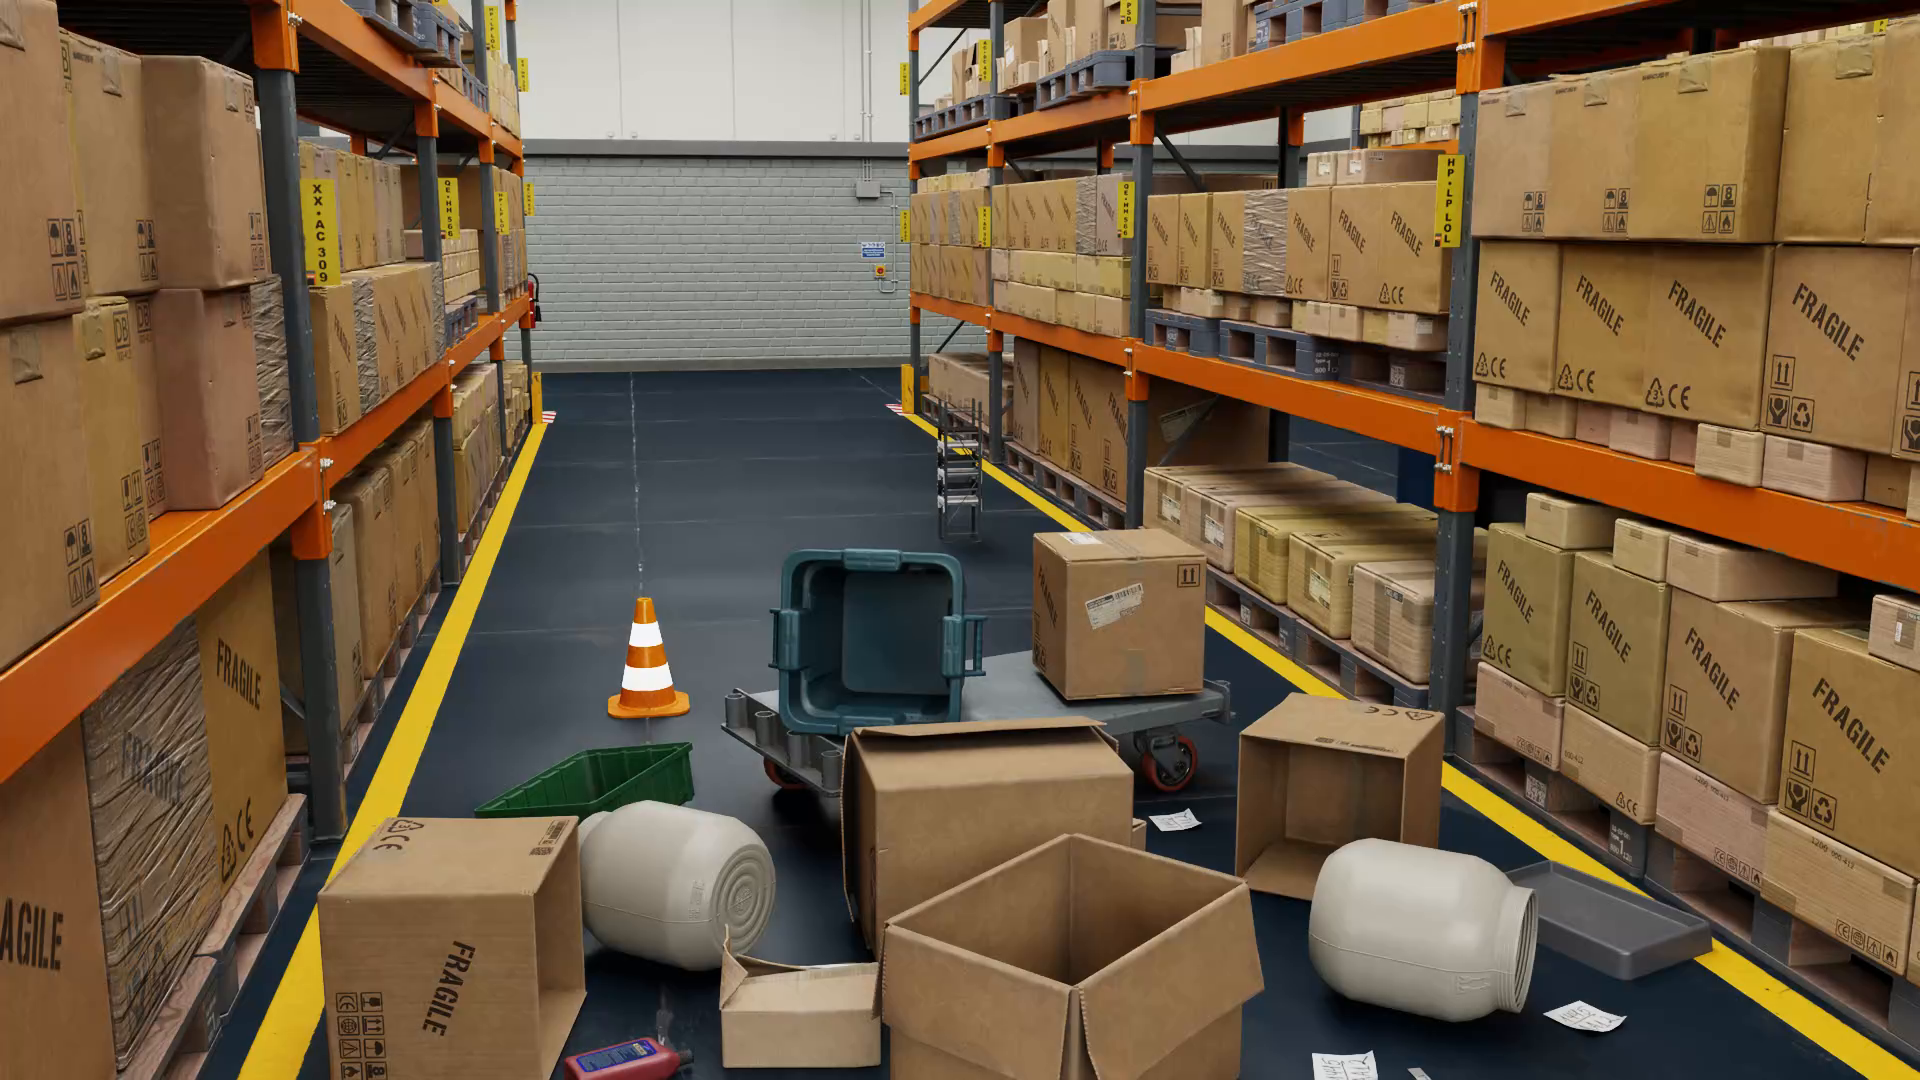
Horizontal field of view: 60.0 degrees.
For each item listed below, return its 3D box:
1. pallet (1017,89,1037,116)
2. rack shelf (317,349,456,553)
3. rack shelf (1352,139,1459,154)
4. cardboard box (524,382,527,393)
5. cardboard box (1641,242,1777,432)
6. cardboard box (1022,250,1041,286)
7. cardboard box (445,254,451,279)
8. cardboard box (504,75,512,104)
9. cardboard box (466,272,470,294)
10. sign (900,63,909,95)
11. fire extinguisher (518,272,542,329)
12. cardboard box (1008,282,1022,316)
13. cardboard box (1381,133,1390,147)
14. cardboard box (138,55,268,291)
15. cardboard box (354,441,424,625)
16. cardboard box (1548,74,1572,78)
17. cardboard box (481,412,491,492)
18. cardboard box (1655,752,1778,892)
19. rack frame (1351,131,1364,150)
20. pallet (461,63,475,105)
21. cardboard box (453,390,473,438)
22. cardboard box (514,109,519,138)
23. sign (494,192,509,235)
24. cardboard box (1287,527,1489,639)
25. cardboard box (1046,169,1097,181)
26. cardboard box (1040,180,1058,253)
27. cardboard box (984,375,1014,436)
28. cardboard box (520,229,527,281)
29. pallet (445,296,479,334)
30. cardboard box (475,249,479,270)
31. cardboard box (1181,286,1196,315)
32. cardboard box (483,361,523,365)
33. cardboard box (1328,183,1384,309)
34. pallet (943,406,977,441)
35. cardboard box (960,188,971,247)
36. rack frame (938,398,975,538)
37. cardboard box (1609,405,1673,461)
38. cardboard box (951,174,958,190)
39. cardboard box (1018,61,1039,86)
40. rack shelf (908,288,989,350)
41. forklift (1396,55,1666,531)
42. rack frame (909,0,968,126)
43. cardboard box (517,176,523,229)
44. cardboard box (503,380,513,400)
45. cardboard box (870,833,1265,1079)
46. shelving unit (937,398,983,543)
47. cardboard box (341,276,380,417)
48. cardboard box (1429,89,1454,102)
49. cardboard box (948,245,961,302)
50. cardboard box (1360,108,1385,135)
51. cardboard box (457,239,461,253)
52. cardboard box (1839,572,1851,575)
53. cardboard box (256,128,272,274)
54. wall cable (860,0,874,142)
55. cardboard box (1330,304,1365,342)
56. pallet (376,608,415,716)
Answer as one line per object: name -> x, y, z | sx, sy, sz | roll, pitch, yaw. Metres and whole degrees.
pallet -> 0.974, -3.351, 12.768 | 0.805, 0.209, 1.217 | -3, 11, -13
rack shelf -> -2.922, -0.485, 7.147 | 1.077, 0.370, 4.000 | -2, 11, -11
rack shelf -> 5.226, -3.806, 16.570 | 1.077, 0.370, 4.000 | -2, 11, -11
cardboard box -> -4.484, -1.538, 16.461 | 0.380, 0.149, 0.250 | -2, 11, -13
cardboard box -> 2.320, -0.591, 4.716 | 0.500, 0.500, 0.500 | -2, 11, -11
cardboard box -> 0.757, -2.030, 12.405 | 0.500, 0.250, 0.500 | -2, 11, -10
cardboard box -> -3.415, -1.721, 10.468 | 0.380, 0.149, 0.250 | -2, 11, -11
cardboard box -> -4.330, -4.055, 15.021 | 0.500, 0.250, 0.500 | -2, 11, -10
cardboard box -> -3.672, -1.817, 11.768 | 0.380, 0.149, 0.250 | -3, 11, -14
sign -> -0.577, -4.794, 17.289 | 0.100, 0.325, 0.005 | -2, 11, -11
fire extinguisher -> -4.463, -2.514, 17.089 | 0.296, 0.674, 0.183 | -2, 11, -11
cardboard box -> 0.676, -1.879, 12.946 | 0.500, 0.250, 0.500 | -2, 11, -12
cardboard box -> 4.748, -4.288, 17.855 | 0.380, 0.149, 0.250 | -2, 11, -10
cardboard box -> -2.274, -0.910, 4.168 | 0.875, 0.550, 0.550 | -2, 11, -11
cardboard box -> -3.108, -0.031, 7.732 | 1.050, 0.750, 0.750 | -2, 11, -10
cardboard box -> 5.243, -4.000, 14.151 | 0.380, 0.149, 0.250 | -2, 11, -9
cardboard box -> -3.503, -0.602, 11.401 | 0.500, 0.500, 0.500 | -2, 11, -12
cardboard box -> 2.373, 0.787, 4.770 | 0.500, 0.250, 0.500 | -2, 11, -12
rack frame -> 4.837, -3.052, 18.711 | 1.000, 3.000, 0.127 | -2, 11, -11
pallet -> -3.869, -3.013, 10.984 | 1.213, 0.211, 1.003 | -2, 11, -11
cardboard box -> -3.306, -0.780, 10.331 | 0.500, 0.250, 0.500 | -2, 11, -12
cardboard box -> -4.413, -3.905, 15.571 | 0.500, 0.250, 0.500 | -2, 11, -11
sign -> -3.545, -2.529, 12.863 | 0.100, 0.325, 0.005 | -2, 11, -11
cardboard box -> 2.055, 0.187, 7.599 | 0.950, 0.372, 0.625 | -1, 11, -7
cardboard box -> 0.940, -3.064, 14.095 | 0.380, 0.149, 0.250 | -2, 11, -12
cardboard box -> 0.878, -2.308, 11.857 | 0.500, 0.500, 0.500 | -2, 11, -12
cardboard box -> 0.730, -1.204, 14.730 | 0.875, 0.438, 0.875 | -2, 11, -12
cardboard box -> -4.527, -2.795, 16.295 | 0.500, 0.500, 0.500 | -2, 11, -10
pallet -> -3.736, -1.473, 10.924 | 1.003, 0.211, 1.213 | -2, 11, -11
cardboard box -> -3.818, -2.102, 12.472 | 0.380, 0.149, 0.250 | -2, 11, -9
cardboard box -> 1.436, -1.315, 9.134 | 0.380, 0.149, 0.250 | -3, 11, -15
cardboard box -> -4.515, -1.683, 16.426 | 0.380, 0.149, 0.250 | -2, 11, -10
cardboard box -> 1.890, -1.239, 6.998 | 0.500, 0.500, 0.500 | -2, 11, -11
pallet -> 0.435, -1.134, 16.091 | 1.003, 0.211, 1.213 | -2, 11, -11
cardboard box -> 0.293, -2.848, 14.694 | 0.500, 0.500, 0.500 | -2, 11, -12
rack frame -> -0.021, -0.462, 10.718 | 0.240, 0.900, 0.006 | -2, 11, -11
cardboard box -> 2.245, -0.339, 5.126 | 0.380, 0.149, 0.250 | -2, 11, -9
cardboard box -> 0.126, -3.323, 15.455 | 0.380, 0.149, 0.250 | -2, 11, -11
cardboard box -> 0.650, -3.458, 12.320 | 0.380, 0.166, 0.250 | -3, 11, -15
rack shelf -> 0.358, -2.151, 15.899 | 1.077, 0.370, 4.000 | -2, 11, -11
forklift -> 3.430, -1.107, 8.674 | 1.130, 2.935, 3.031 | -2, 11, -10
rack frame -> -0.031, -5.818, 17.198 | 1.000, 3.000, 0.127 | -2, 11, -11
cardboard box -> -4.534, -3.284, 16.192 | 0.500, 0.500, 0.500 | -2, 11, -12
cardboard box -> -4.088, -1.302, 14.423 | 0.380, 0.149, 0.250 | -2, 11, -10
cardboard box -> 0.256, 1.060, 3.783 | 0.637, 0.503, 0.797 | 9, 14, 38
shelving unit -> -0.002, -0.444, 10.620 | 0.258, 0.900, 0.210 | -2, 11, -11
cardboard box -> -2.470, -0.720, 6.188 | 0.500, 0.500, 0.500 | -2, 11, -11
cardboard box -> 4.978, -4.475, 16.430 | 0.500, 0.250, 0.500 | -2, 11, -9
cardboard box -> 0.188, -2.448, 15.270 | 0.500, 0.500, 0.500 | -2, 11, -12
cardboard box -> 4.655, -4.507, 17.937 | 0.500, 0.250, 0.500 | -2, 11, -12
cardboard box -> -3.567, -2.009, 11.184 | 0.380, 0.149, 0.250 | -3, 11, -14
cardboard box -> 2.782, 0.298, 5.335 | 0.500, 0.500, 0.500 | -2, 11, -10
cardboard box -> -2.635, -1.103, 5.527 | 0.700, 0.500, 0.500 | -2, 11, -12
wall cable -> -1.414, -6.851, 22.625 | 0.463, 3.000, 0.029 | -2, 11, -11
cardboard box -> 1.813, -0.932, 7.122 | 0.380, 0.149, 0.250 | -2, 11, -12
pallet -> -2.998, 0.535, 7.320 | 1.003, 0.211, 1.213 | -2, 11, -11
